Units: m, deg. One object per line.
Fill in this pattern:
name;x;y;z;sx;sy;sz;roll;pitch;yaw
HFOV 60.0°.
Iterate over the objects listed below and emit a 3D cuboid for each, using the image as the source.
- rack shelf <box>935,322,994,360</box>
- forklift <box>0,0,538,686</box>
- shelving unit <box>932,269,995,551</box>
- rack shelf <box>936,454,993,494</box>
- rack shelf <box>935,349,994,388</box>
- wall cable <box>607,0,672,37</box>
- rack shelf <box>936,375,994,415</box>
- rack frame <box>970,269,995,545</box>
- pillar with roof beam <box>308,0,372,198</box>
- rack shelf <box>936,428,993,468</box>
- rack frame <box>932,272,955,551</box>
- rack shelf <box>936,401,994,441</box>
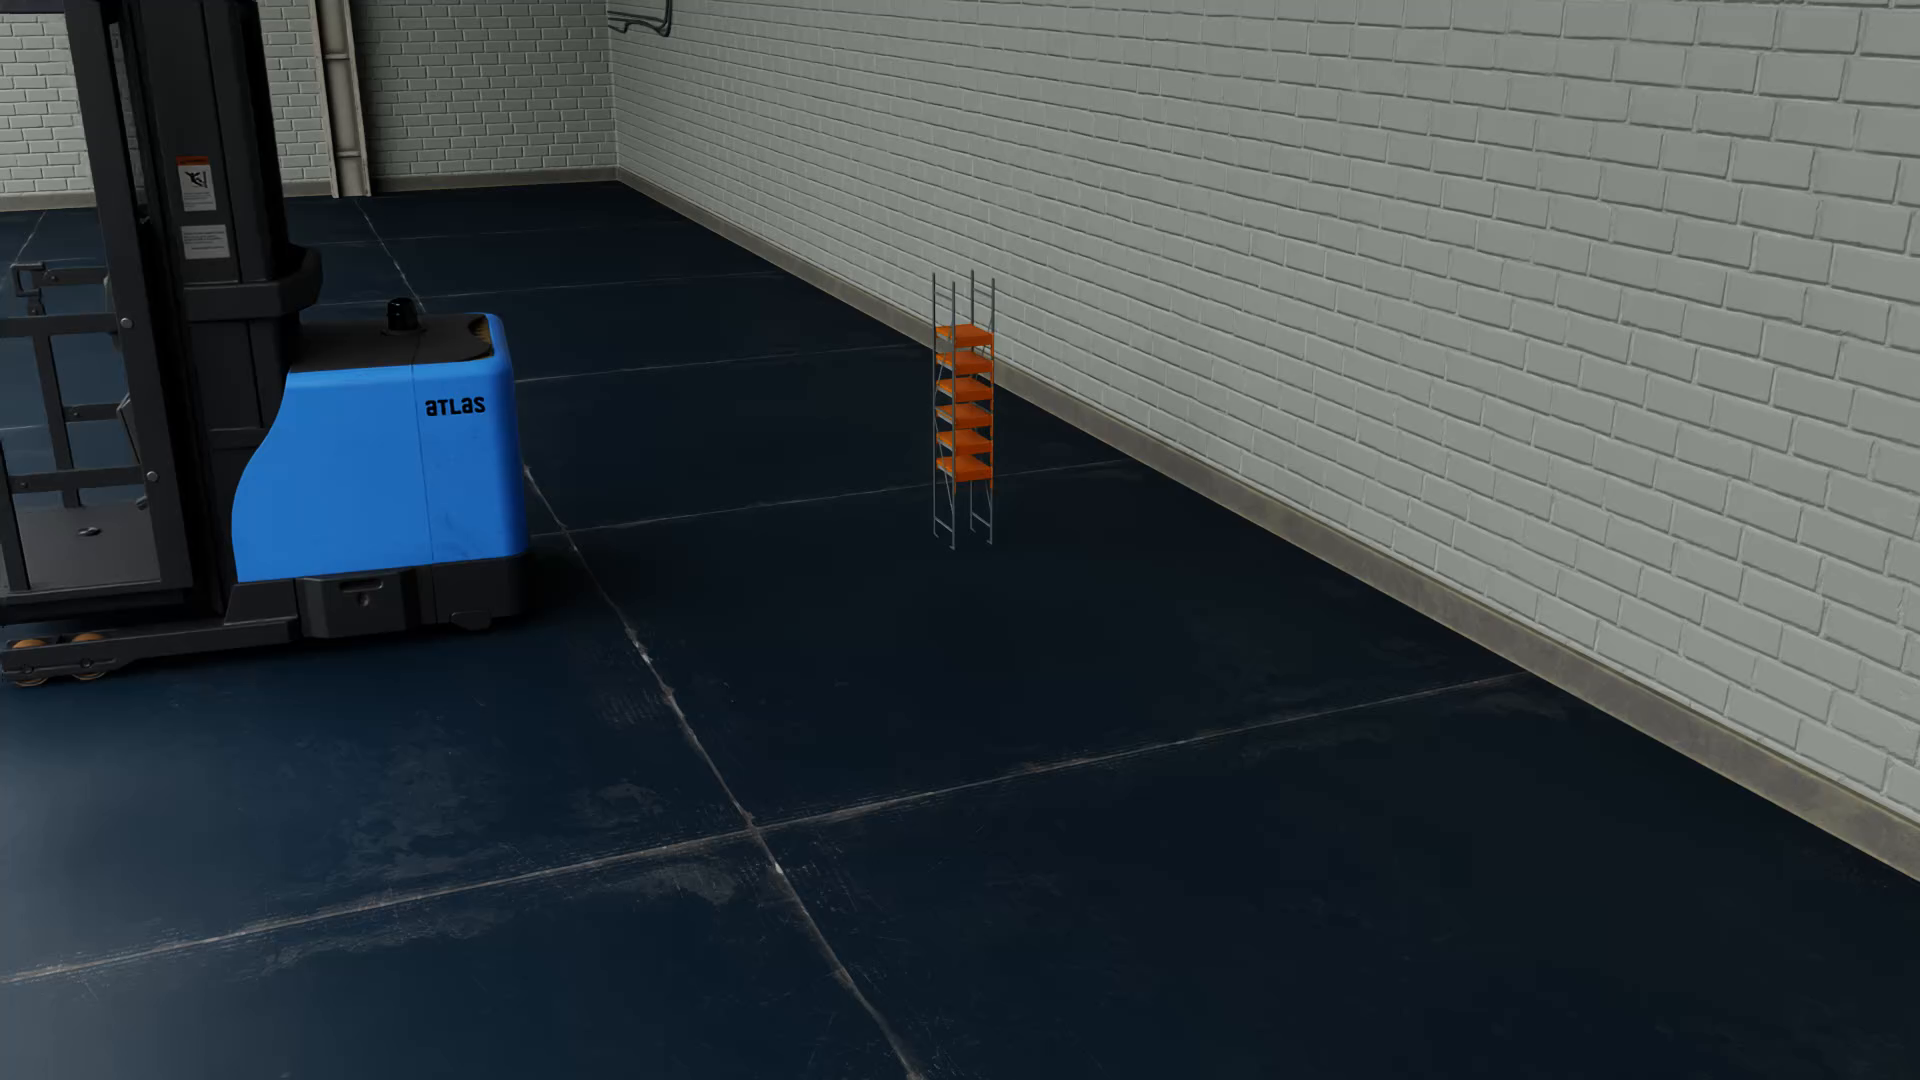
rack shelf;0.013;-0.866;7.223;0.180;0.103;0.258;-8;21;-22
forklift;-3.245;-1.049;6.087;3.031;2.935;1.130;-6;20;-16
shelving unit;0.013;-0.568;7.328;0.189;1.200;0.258;-8;21;-22
rack shelf;0.013;-0.300;7.423;0.180;0.103;0.258;-8;21;-22
rack shelf;0.013;-0.752;7.263;0.180;0.103;0.258;-8;21;-22
wall cable;-3.464;-6.559;17.275;0.112;2.526;3.097;-8;21;-22
rack shelf;0.013;-0.639;7.303;0.180;0.103;0.258;-8;21;-22
rack frame;0.097;-0.580;7.362;0.006;1.200;0.240;-8;21;-22
pillar with roof beam;-4.987;-6.726;13.075;0.400;9.000;9.100;-8;21;-22
rack shelf;0.013;-0.413;7.383;0.180;0.103;0.258;-8;21;-22
rack frame;-0.071;-0.556;7.294;0.006;1.200;0.240;-8;21;-22
rack shelf;0.013;-0.526;7.343;0.180;0.103;0.258;-8;21;-22
